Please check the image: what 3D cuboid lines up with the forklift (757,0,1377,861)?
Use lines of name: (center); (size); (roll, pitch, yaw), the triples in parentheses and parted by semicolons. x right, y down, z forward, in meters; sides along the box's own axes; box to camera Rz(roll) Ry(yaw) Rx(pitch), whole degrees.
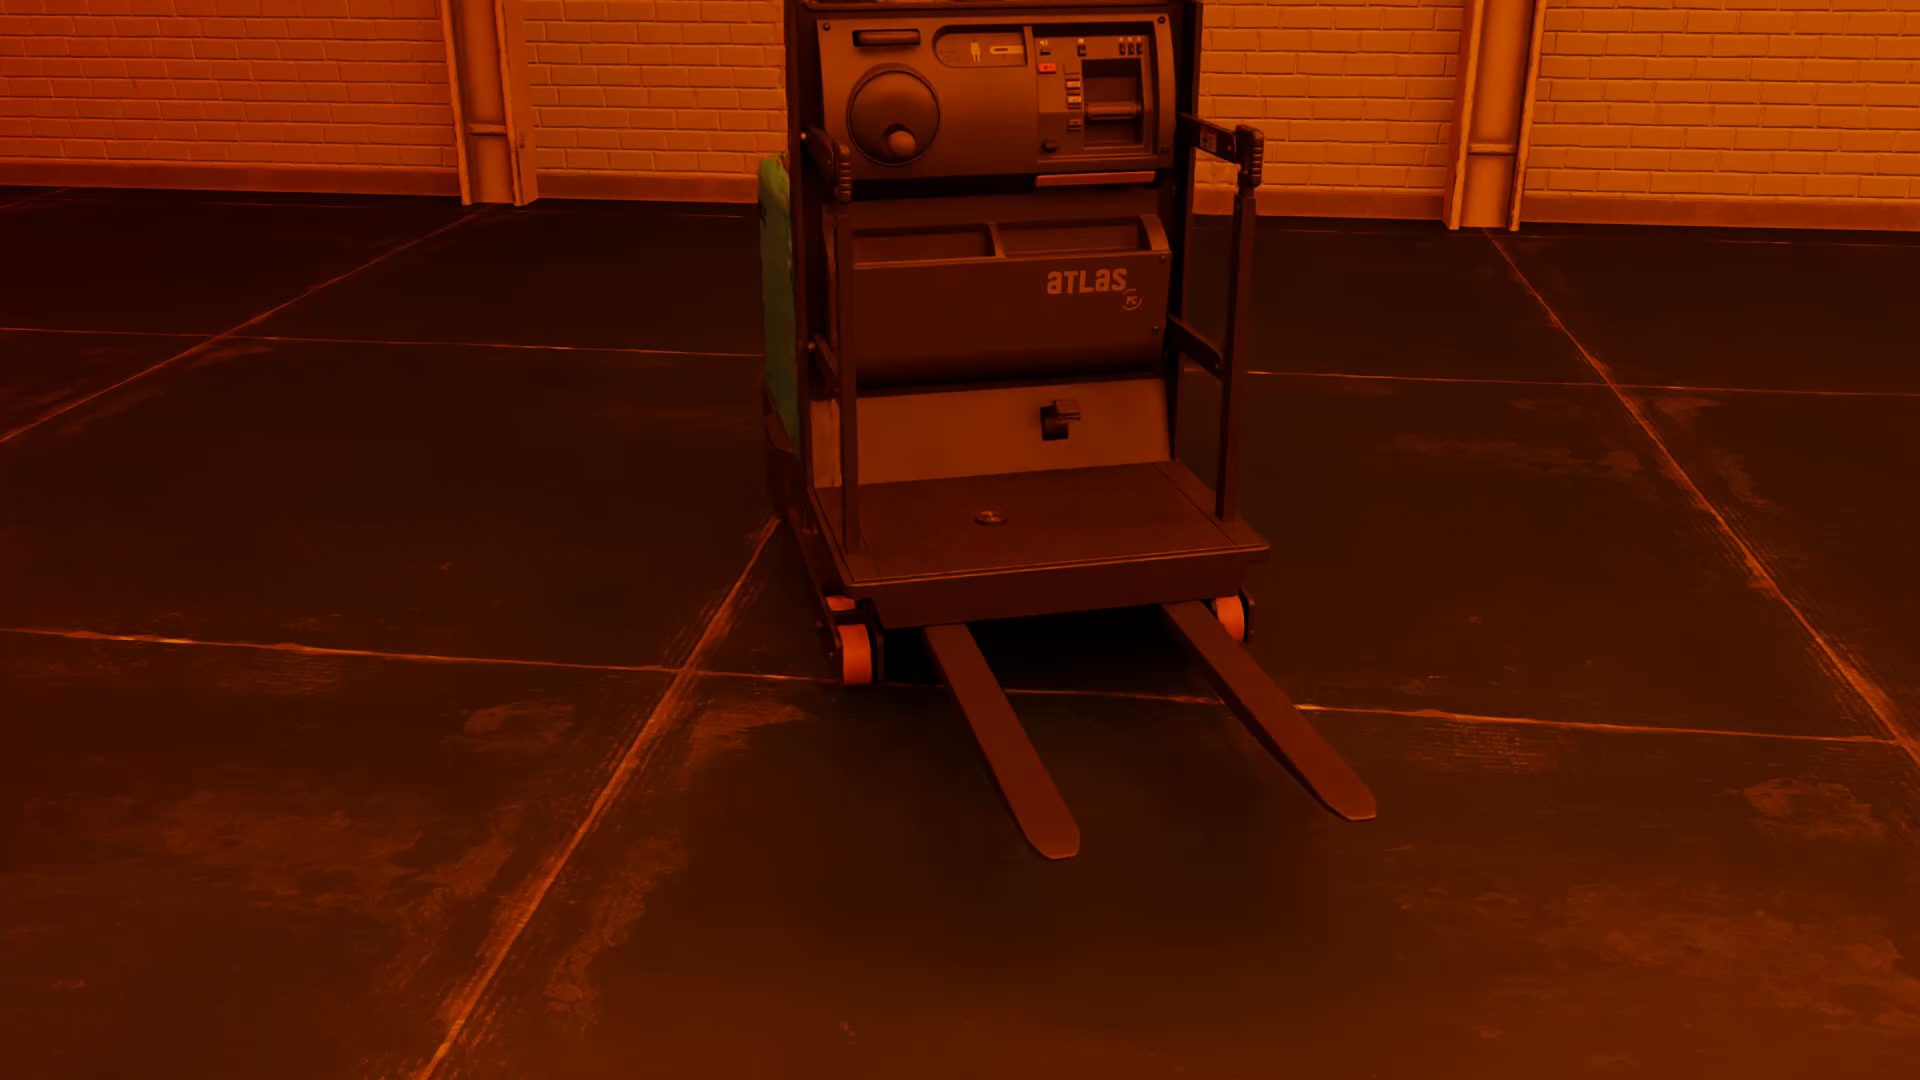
forklift: (0.151, -1.137, 4.076); (1.130, 2.935, 3.031); (-5, 22, -12)
